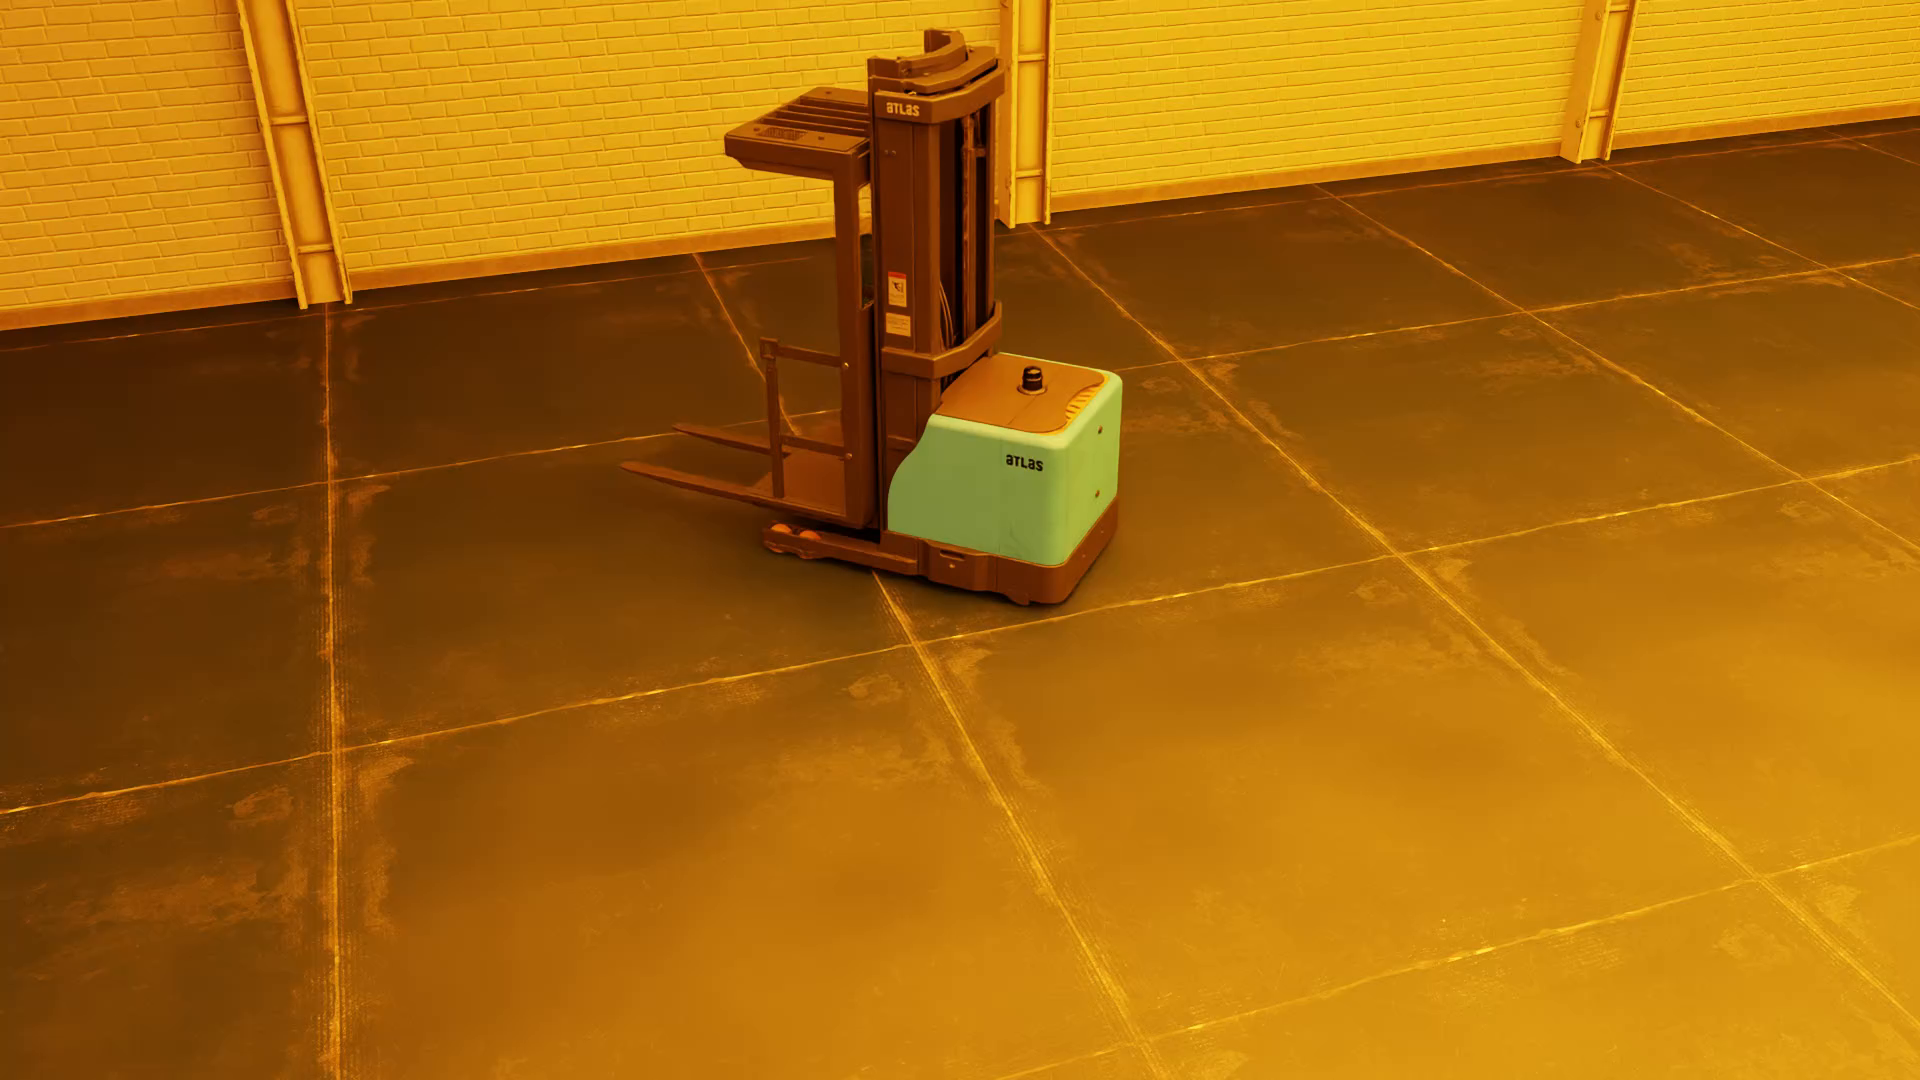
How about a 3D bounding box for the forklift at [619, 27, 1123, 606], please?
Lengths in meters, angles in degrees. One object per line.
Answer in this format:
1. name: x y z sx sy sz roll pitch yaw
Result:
1. forklift: -0.615 -1.382 9.489 3.031 2.935 1.130 13 32 21
